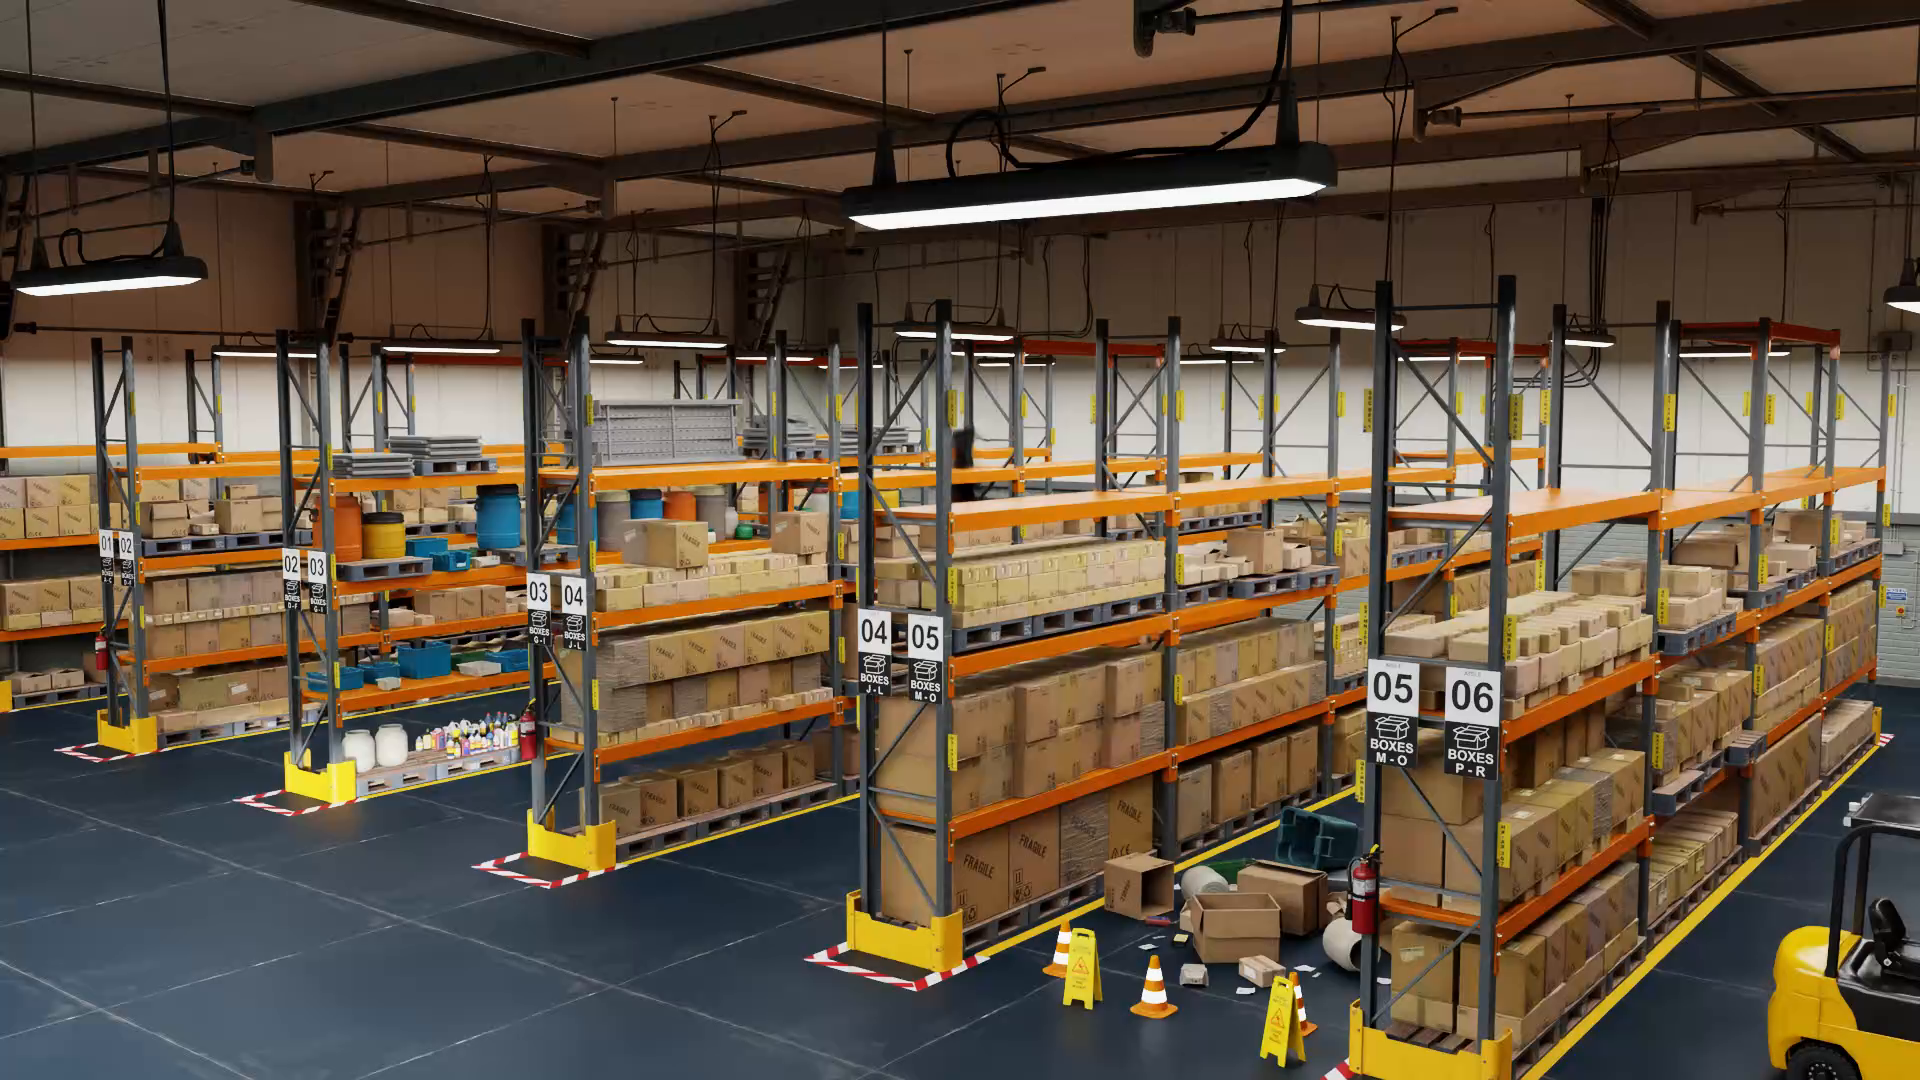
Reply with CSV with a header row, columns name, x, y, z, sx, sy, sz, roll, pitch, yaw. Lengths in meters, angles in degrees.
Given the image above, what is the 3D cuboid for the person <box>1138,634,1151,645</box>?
name,x,y,z,sx,sy,sz,roll,pitch,yaw
person,2.783,2.212,24.924,0.505,1.644,0.788,3,6,29
